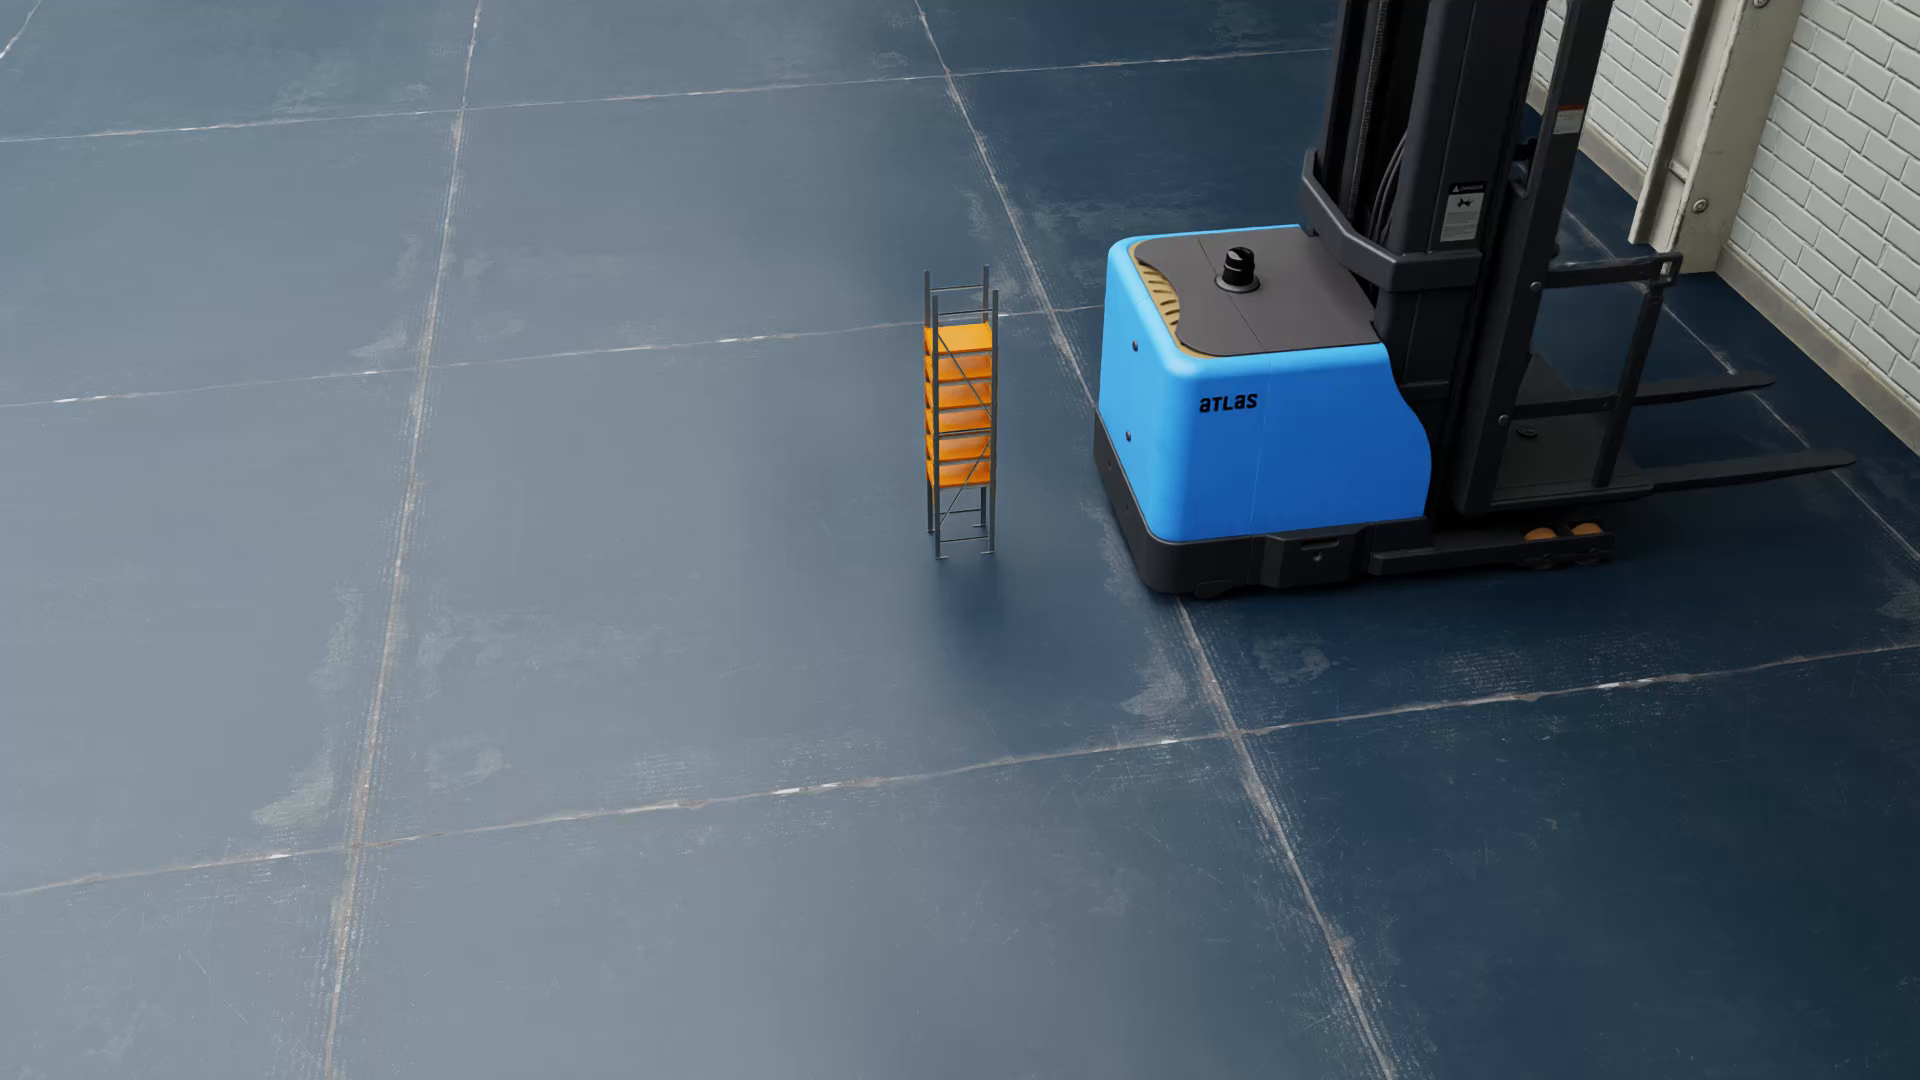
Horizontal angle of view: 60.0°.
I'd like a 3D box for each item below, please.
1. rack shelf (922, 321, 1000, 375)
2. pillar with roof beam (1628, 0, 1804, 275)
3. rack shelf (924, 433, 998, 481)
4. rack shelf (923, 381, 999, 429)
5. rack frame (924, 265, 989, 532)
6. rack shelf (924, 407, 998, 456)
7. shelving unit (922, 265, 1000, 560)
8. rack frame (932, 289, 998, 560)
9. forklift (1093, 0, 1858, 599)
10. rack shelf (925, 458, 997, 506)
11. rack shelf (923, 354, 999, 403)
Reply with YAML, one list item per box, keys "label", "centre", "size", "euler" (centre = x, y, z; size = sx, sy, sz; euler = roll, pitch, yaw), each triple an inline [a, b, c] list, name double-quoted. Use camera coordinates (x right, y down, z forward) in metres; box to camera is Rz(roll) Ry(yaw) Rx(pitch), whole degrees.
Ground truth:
- label: "rack shelf"
  centre: [0.003, -0.714, 6.177]
  size: [0.258, 0.103, 0.180]
  euler: [-6, 38, -8]
- label: "pillar with roof beam"
  centre: [-0.522, -4.578, 5.308]
  size: [9.100, 9.000, 0.400]
  euler: [-6, 38, -8]
- label: "rack shelf"
  centre: [0.003, -0.335, 6.472]
  size: [0.258, 0.103, 0.180]
  euler: [-6, 38, -8]
- label: "rack shelf"
  centre: [0.003, -0.525, 6.324]
  size: [0.258, 0.103, 0.180]
  euler: [-6, 38, -8]
- label: "rack frame"
  centre: [-0.013, -0.520, 6.442]
  size: [0.240, 1.200, 0.006]
  euler: [-6, 38, -8]
- label: "rack shelf"
  centre: [0.003, -0.430, 6.398]
  size: [0.258, 0.103, 0.180]
  euler: [-6, 38, -8]
- label: "shelving unit"
  centre: [0.003, -0.465, 6.371]
  size: [0.258, 1.200, 0.189]
  euler: [-6, 38, -8]
- label: "rack frame"
  centre: [0.019, -0.410, 6.300]
  size: [0.240, 1.200, 0.006]
  euler: [-6, 38, -8]
- label: "forklift"
  centre: [2.131, -1.355, 6.105]
  size: [3.031, 2.935, 1.130]
  euler: [-6, 38, -8]
- label: "rack shelf"
  centre: [0.003, -0.240, 6.545]
  size: [0.258, 0.103, 0.180]
  euler: [-6, 38, -8]
- label: "rack shelf"
  centre: [0.003, -0.620, 6.251]
  size: [0.258, 0.103, 0.180]
  euler: [-6, 38, -8]
